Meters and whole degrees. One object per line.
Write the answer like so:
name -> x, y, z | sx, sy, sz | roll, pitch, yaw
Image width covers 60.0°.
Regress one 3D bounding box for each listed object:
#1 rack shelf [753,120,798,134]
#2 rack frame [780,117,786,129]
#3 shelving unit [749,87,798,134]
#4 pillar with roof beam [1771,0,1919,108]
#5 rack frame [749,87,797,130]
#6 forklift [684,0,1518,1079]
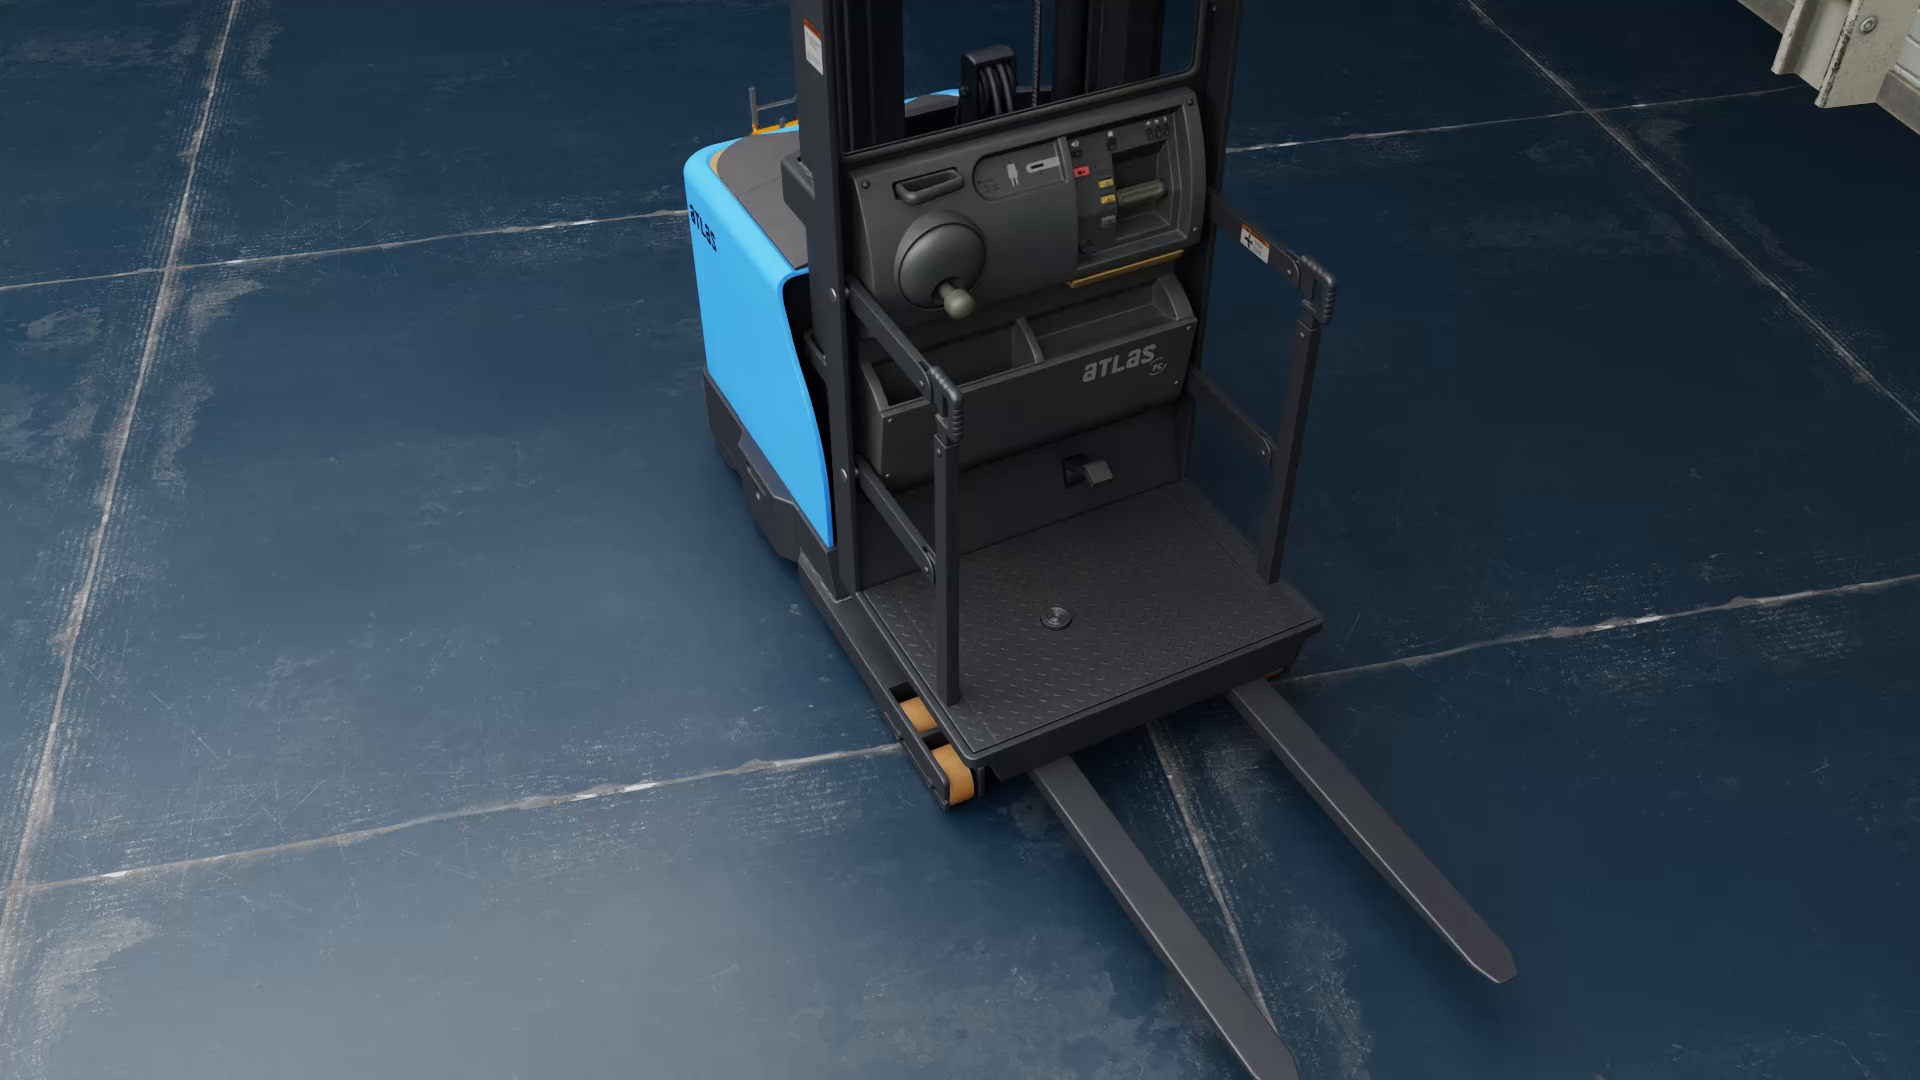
rack shelf -> -0.520, -1.204, 5.399 | 0.215, 0.259, 0.240 | -19, 44, -21
rack frame -> -0.459, -0.926, 5.492 | 0.200, 1.050, 0.008 | -19, 44, -21
shelving unit -> -0.517, -0.995, 5.575 | 0.215, 1.050, 0.252 | -19, 44, -21
pillar with roof beam -> -0.254, -4.826, 3.908 | 9.100, 9.000, 0.400 | -8, 42, -9
rack frame -> -0.574, -1.064, 5.658 | 0.200, 1.050, 0.008 | -19, 44, -21
forklift -> 0.286, -0.728, 3.863 | 1.130, 2.935, 3.031 | -19, 45, -20
